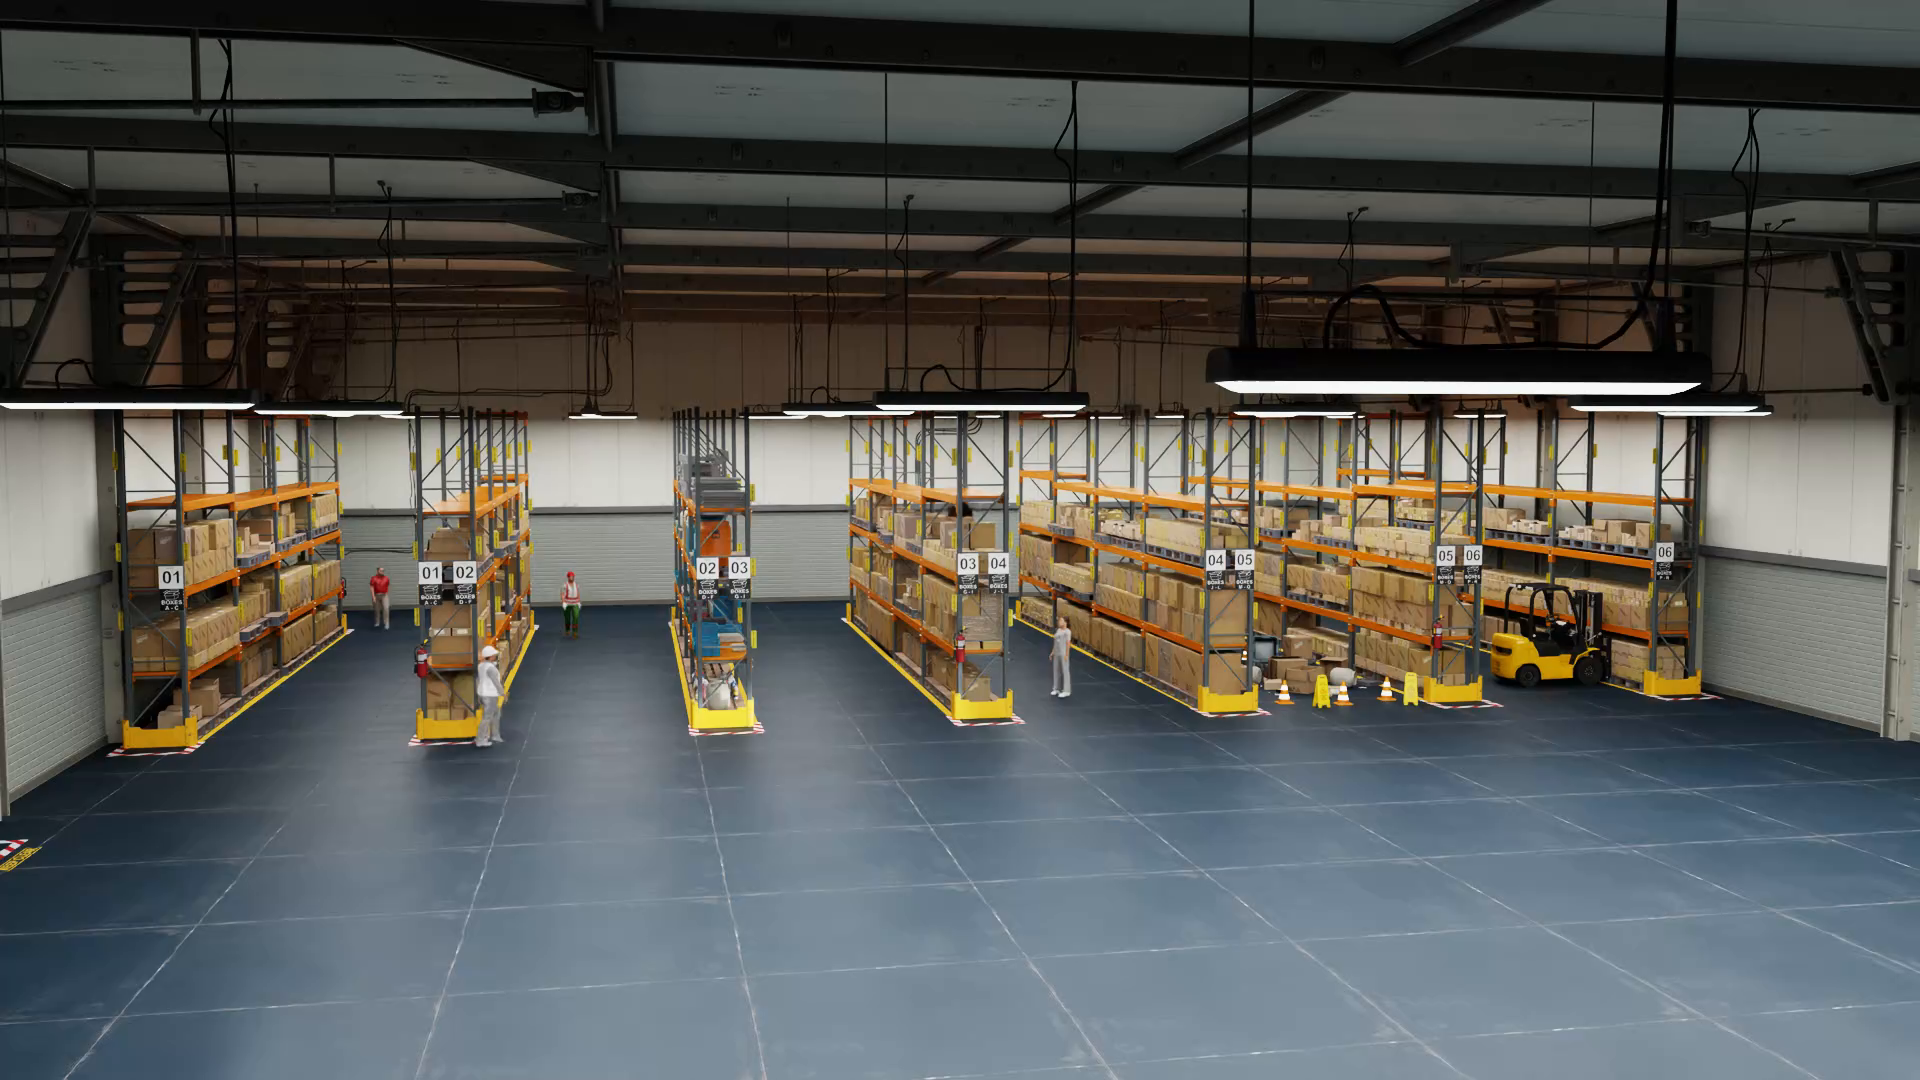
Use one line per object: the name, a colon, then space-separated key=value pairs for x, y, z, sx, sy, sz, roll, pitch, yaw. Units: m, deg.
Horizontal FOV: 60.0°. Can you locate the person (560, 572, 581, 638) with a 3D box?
person: x=-10.311 y=1.712 z=44.120 sx=0.555 sy=1.745 sz=1.038 roll=-1 pitch=4 yaw=-17

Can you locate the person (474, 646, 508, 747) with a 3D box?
person: x=-8.270 y=2.759 z=29.305 sx=0.676 sy=1.800 sz=0.576 roll=-3 pitch=5 yaw=-40

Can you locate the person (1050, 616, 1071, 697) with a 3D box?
person: x=2.113 y=2.412 z=34.720 sx=0.413 sy=1.669 sz=0.492 roll=-4 pitch=6 yaw=-43

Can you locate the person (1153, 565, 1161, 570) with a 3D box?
person: x=5.659 y=1.519 z=47.768 sx=0.421 sy=1.698 sz=0.568 roll=-2 pitch=4 yaw=-23

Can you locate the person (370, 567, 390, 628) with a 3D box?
person: x=-16.028 y=1.588 z=45.975 sx=0.518 sy=1.673 sz=1.000 roll=-2 pitch=4 yaw=-23
